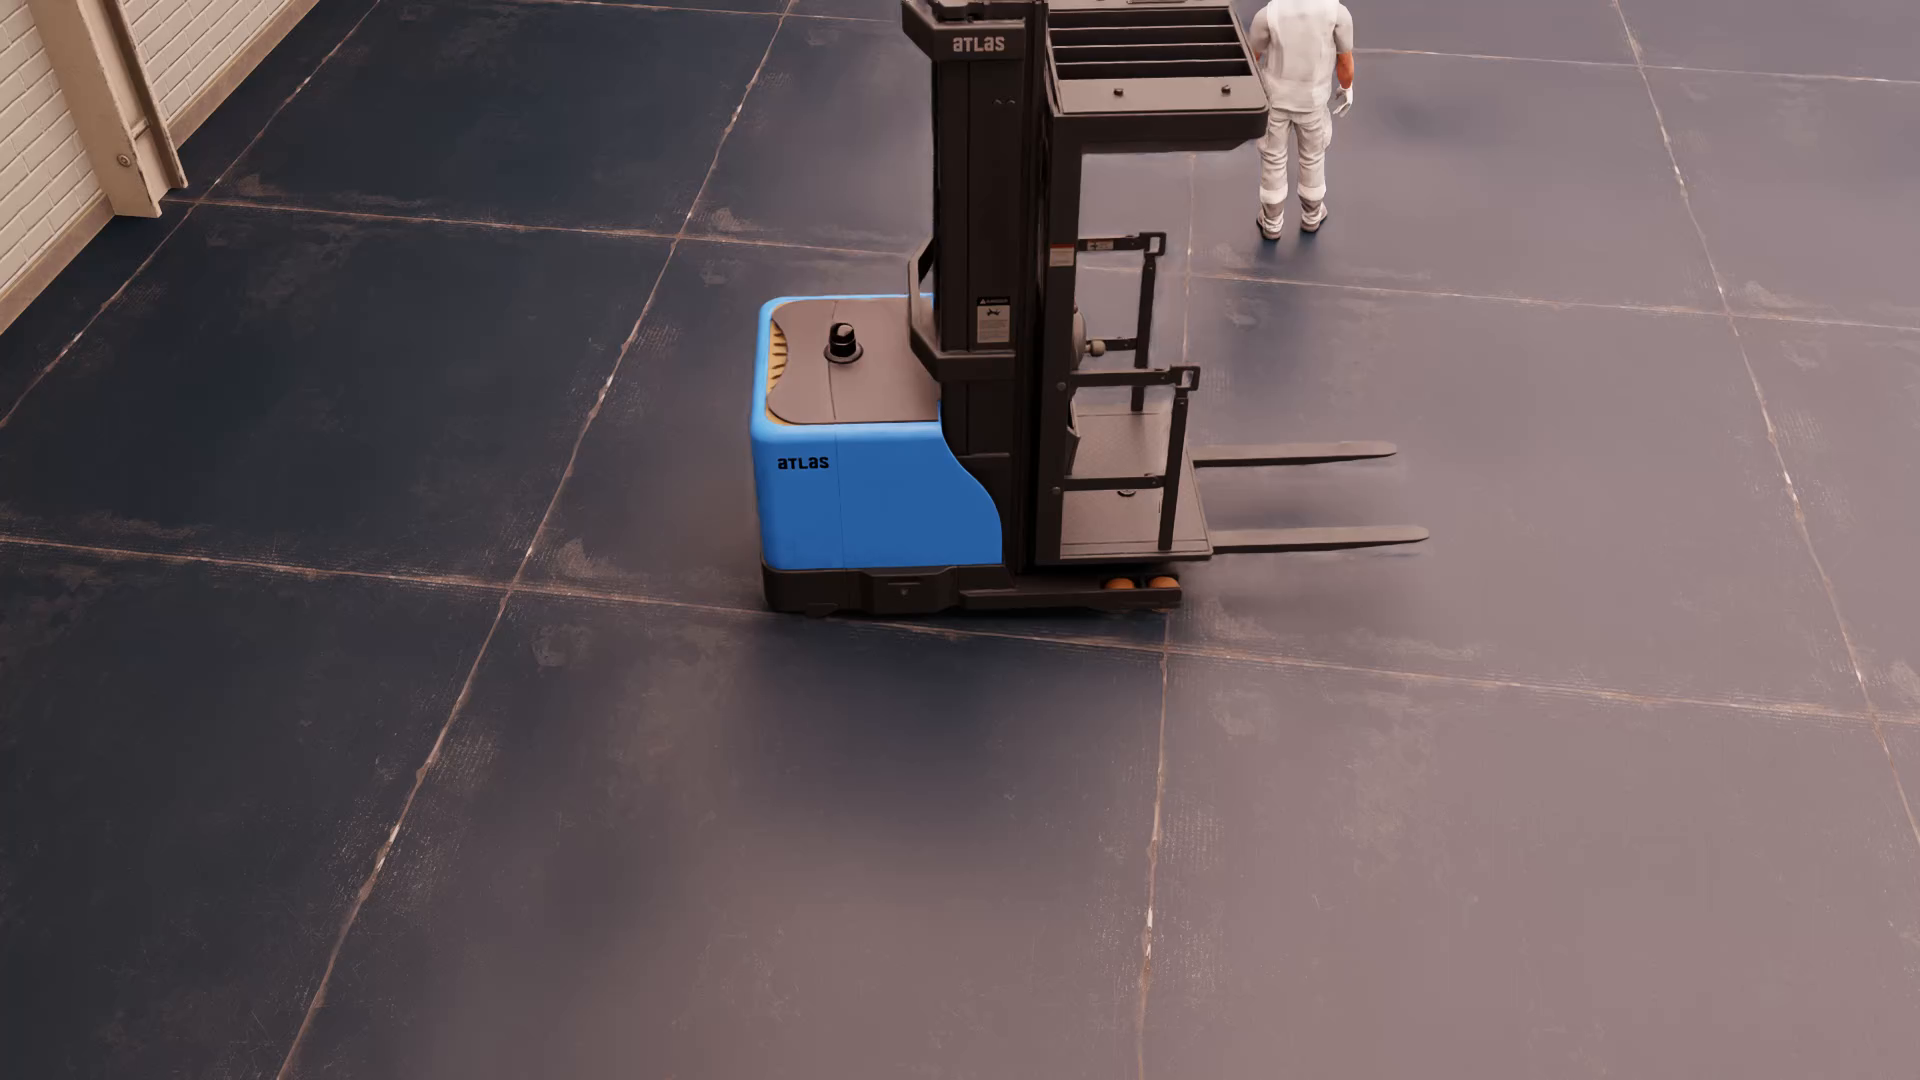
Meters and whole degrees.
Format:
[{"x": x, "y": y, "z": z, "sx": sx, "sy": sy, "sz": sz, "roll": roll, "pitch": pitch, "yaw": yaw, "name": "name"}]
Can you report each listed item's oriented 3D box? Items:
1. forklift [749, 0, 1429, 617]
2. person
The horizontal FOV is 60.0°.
[{"x": 0.612, "y": -1.106, "z": 6.928, "sx": 3.031, "sy": 2.935, "sz": 1.130, "roll": -2, "pitch": 43, "yaw": -2, "name": "forklift"}, {"x": 1.871, "y": -2.512, "z": 9.292, "sx": 0.638, "sy": 1.786, "sz": 0.565, "roll": 6, "pitch": 43, "yaw": 6, "name": "person"}]
